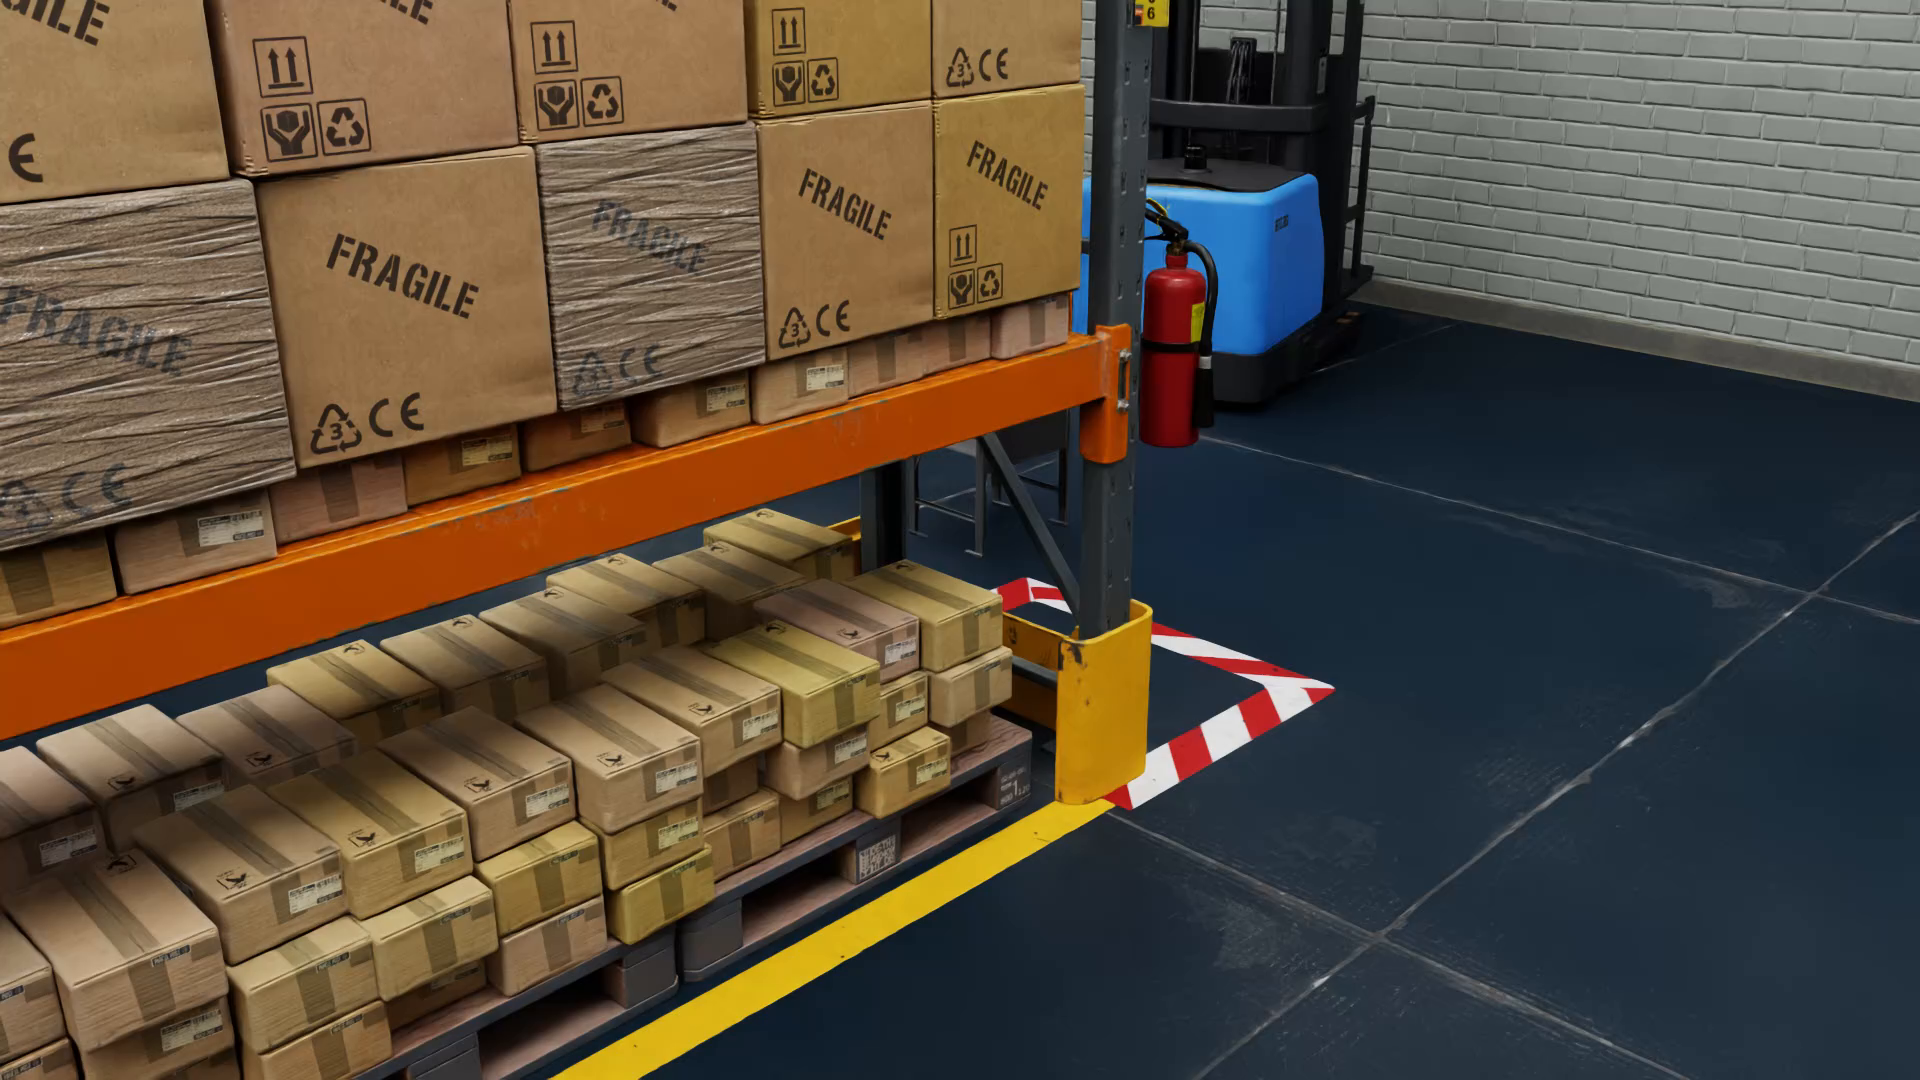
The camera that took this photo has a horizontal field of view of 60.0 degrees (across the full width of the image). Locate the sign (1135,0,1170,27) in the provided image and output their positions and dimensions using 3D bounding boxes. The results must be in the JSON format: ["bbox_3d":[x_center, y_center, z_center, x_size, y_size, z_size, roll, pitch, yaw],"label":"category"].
[{"bbox_3d":[0.466,-1.403,3.989,0.100,0.325,0.005,19,28,41],"label":"sign"}]

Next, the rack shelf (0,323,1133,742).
[{"bbox_3d":[-1.313,-0.009,3.420,1.077,0.370,4.000,19,28,41],"label":"rack shelf"}]

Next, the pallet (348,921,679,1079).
[{"bbox_3d":[-1.414,0.974,3.745,1.003,0.211,1.213,19,28,41],"label":"pallet"}]

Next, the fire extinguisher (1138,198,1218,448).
[{"bbox_3d":[0.589,-0.598,4.577,0.296,0.674,0.183,19,28,41],"label":"fire extinguisher"}]

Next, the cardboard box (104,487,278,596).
[{"bbox_3d":[-1.392,-0.055,2.887,0.250,0.149,0.380,-19,28,-40],"label":"cardboard box"}]

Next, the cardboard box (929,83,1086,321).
[{"bbox_3d":[-0.047,-0.864,4.089,0.500,0.500,0.500,-19,28,-41],"label":"cardboard box"}]

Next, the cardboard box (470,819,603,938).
[{"bbox_3d":[-0.987,0.676,3.609,0.250,0.149,0.380,-18,28,-39],"label":"cardboard box"}]

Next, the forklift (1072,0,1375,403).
[{"bbox_3d":[1.684,-2.522,9.051,1.130,2.935,3.031,11,23,26],"label":"forklift"}]

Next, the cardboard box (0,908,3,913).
[{"bbox_3d":[-1.953,0.748,3.420,0.250,0.149,0.380,-19,28,-41],"label":"cardboard box"}]

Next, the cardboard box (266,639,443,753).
[{"bbox_3d":[-1.431,0.391,3.935,0.250,0.149,0.380,-20,28,-41],"label":"cardboard box"}]

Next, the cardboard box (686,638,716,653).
[{"bbox_3d":[-0.806,0.349,4.460,0.380,0.149,0.250,20,29,41],"label":"cardboard box"}]

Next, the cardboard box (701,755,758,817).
[{"bbox_3d":[-0.704,0.521,4.011,0.380,0.149,0.250,19,28,40],"label":"cardboard box"}]

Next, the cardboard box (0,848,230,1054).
[{"bbox_3d":[-1.542,0.739,3.031,0.250,0.149,0.380,-19,28,-41],"label":"cardboard box"}]

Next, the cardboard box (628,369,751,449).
[{"bbox_3d":[-0.674,-0.332,3.609,0.380,0.149,0.250,18,27,38],"label":"cardboard box"}]

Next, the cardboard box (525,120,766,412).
[{"bbox_3d":[-0.757,-0.601,3.402,0.500,0.500,0.500,19,28,41],"label":"cardboard box"}]

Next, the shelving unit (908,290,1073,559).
[{"bbox_3d":[0.115,-1.023,6.309,0.431,2.100,0.503,19,28,41],"label":"shelving unit"}]

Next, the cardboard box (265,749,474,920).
[{"bbox_3d":[-1.211,0.594,3.406,0.380,0.149,0.250,19,28,41],"label":"cardboard box"}]

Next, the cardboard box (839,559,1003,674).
[{"bbox_3d":[-0.106,0.198,4.438,0.380,0.149,0.250,20,28,41],"label":"cardboard box"}]

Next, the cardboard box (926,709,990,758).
[{"bbox_3d":[-0.136,0.463,4.576,0.250,0.149,0.380,-20,28,-41],"label":"cardboard box"}]

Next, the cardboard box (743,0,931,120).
[{"bbox_3d":[-0.412,-1.201,3.571,0.500,0.500,0.500,18,27,39],"label":"cardboard box"}]

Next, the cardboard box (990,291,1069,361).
[{"bbox_3d":[0.057,-0.587,4.271,0.380,0.149,0.250,19,28,41],"label":"cardboard box"}]

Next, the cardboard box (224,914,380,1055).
[{"bbox_3d":[-1.349,0.810,3.259,0.380,0.149,0.250,19,28,40],"label":"cardboard box"}]

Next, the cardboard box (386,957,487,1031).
[{"bbox_3d":[-1.220,0.861,3.543,0.250,0.149,0.380,-19,28,-41],"label":"cardboard box"}]

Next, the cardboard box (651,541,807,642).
[{"bbox_3d":[-0.633,0.149,4.566,0.250,0.149,0.380,-20,28,-41],"label":"cardboard box"}]

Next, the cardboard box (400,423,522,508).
[{"bbox_3d":[-1.078,-0.206,3.279,0.250,0.149,0.380,-20,28,-41],"label":"cardboard box"}]

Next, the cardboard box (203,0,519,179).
[{"bbox_3d":[-1.135,-0.928,2.861,0.500,0.500,0.500,18,27,39],"label":"cardboard box"}]

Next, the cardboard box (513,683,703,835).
[{"bbox_3d":[-0.785,0.480,3.704,0.250,0.149,0.380,-19,28,-40],"label":"cardboard box"}]

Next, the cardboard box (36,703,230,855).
[{"bbox_3d":[-1.789,0.516,3.610,0.380,0.149,0.250,18,27,39],"label":"cardboard box"}]

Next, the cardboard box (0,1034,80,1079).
[{"bbox_3d":[-1.779,0.924,2.963,0.380,0.149,0.250,17,27,38],"label":"cardboard box"}]

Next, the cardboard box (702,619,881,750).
[{"bbox_3d":[-0.412,0.346,4.052,0.380,0.149,0.250,18,28,39],"label":"cardboard box"}]

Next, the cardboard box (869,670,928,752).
[{"bbox_3d":[-0.302,0.398,4.332,0.380,0.149,0.250,18,28,39],"label":"cardboard box"}]

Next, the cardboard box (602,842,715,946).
[{"bbox_3d":[-0.784,0.749,3.833,0.380,0.149,0.250,18,27,38],"label":"cardboard box"}]

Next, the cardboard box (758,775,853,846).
[{"bbox_3d":[-0.488,0.601,4.218,0.380,0.149,0.250,19,28,40],"label":"cardboard box"}]

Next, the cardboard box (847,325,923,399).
[{"bbox_3d":[-0.307,-0.464,3.952,0.380,0.149,0.250,19,28,40],"label":"cardboard box"}]

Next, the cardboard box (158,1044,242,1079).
[{"bbox_3d":[-1.598,0.990,3.206,0.380,0.149,0.250,18,27,38],"label":"cardboard box"}]

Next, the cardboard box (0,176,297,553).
[{"bbox_3d":[-1.465,-0.330,2.698,0.500,0.500,0.500,18,28,40],"label":"cardboard box"}]

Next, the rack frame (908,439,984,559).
[{"bbox_3d":[-0.055,-0.960,6.145,0.400,2.100,0.015,19,28,41],"label":"rack frame"}]

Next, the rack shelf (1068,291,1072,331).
[{"bbox_3d":[0.115,-1.010,6.313,0.431,0.518,0.480,19,28,41],"label":"rack shelf"}]

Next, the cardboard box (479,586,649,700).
[{"bbox_3d":[-1.014,0.266,4.261,0.380,0.149,0.250,18,27,38],"label":"cardboard box"}]
